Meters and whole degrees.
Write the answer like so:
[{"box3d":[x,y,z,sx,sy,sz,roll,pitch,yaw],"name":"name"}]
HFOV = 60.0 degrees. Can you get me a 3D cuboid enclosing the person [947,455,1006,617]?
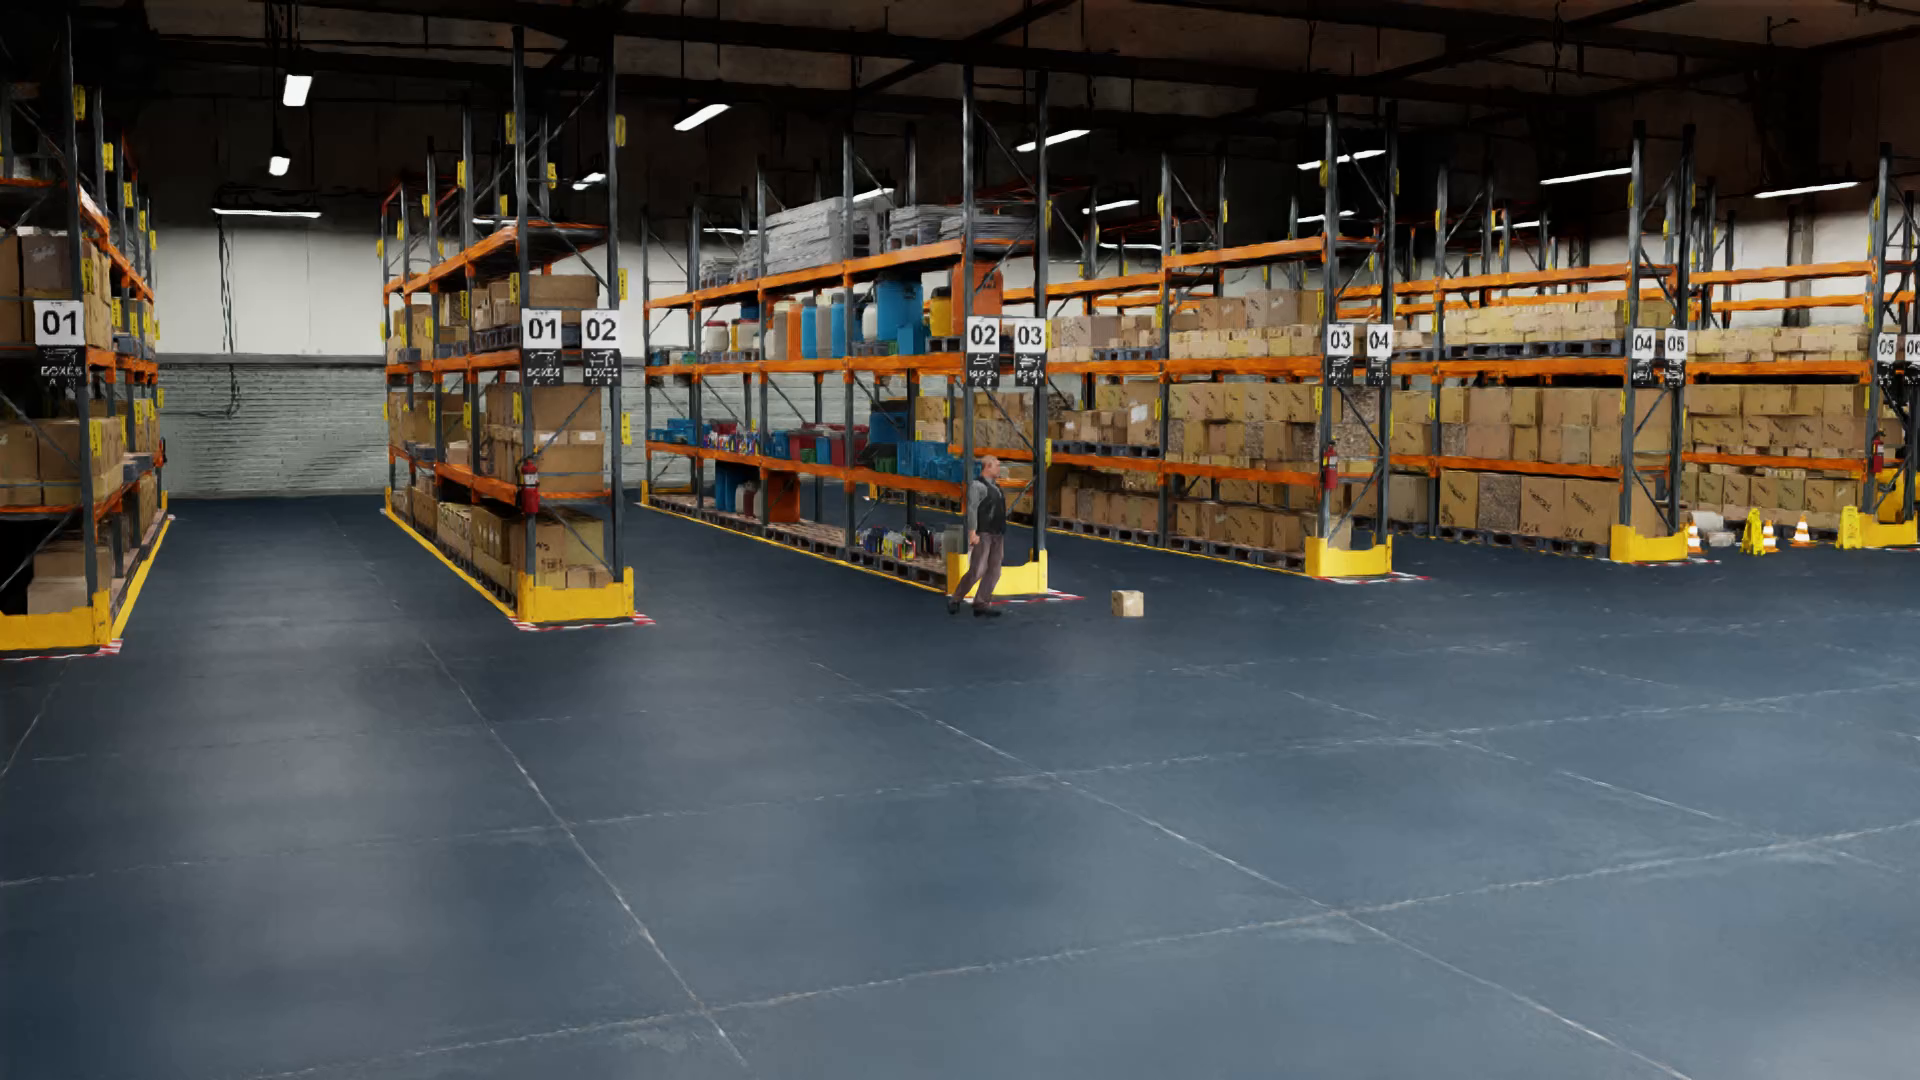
[{"box3d":[0.177,-0.041,17.416,0.517,1.699,0.721,3,6,28],"name":"person"}]
